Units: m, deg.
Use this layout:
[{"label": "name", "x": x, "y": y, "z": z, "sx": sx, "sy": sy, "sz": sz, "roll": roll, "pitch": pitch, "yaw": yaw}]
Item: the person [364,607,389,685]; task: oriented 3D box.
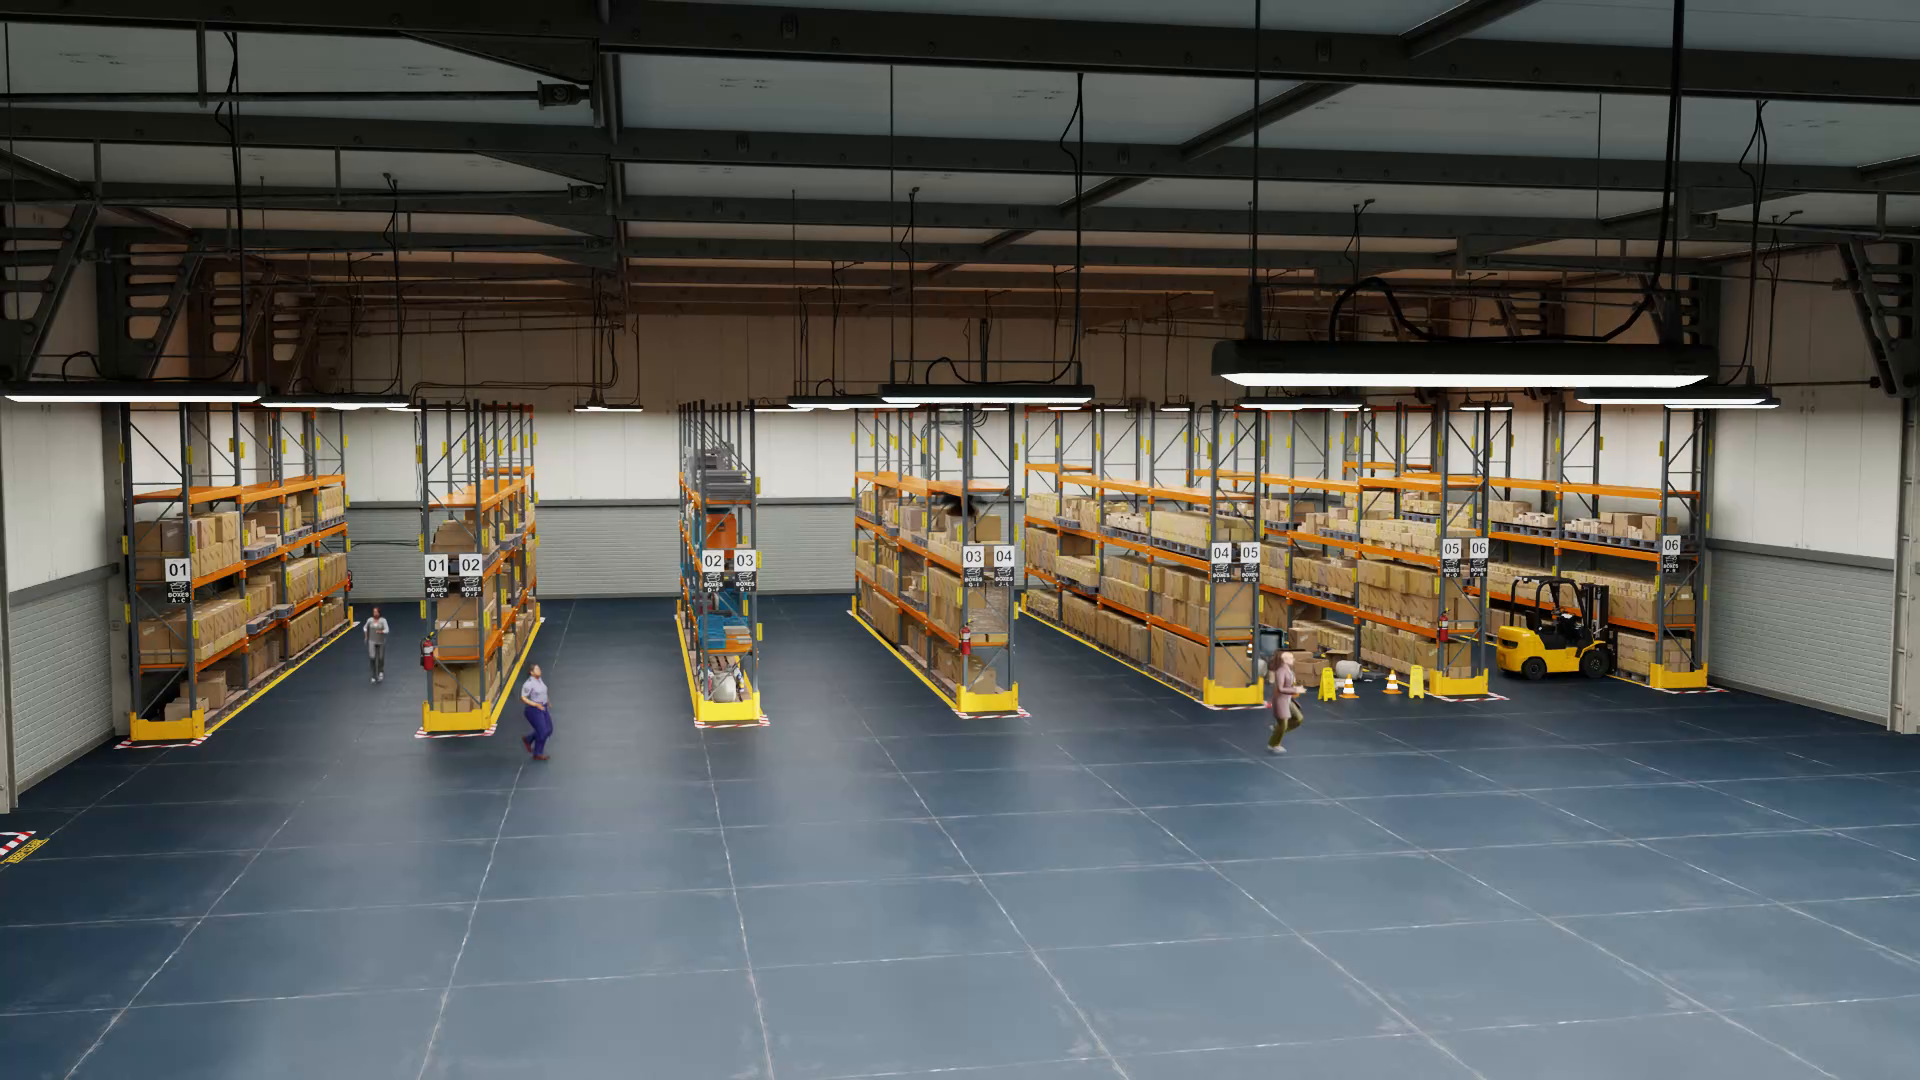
[{"label": "person", "x": -12.446, "y": 2.243, "z": 35.478, "sx": 0.510, "sy": 1.638, "sz": 0.733, "roll": -1, "pitch": 5, "yaw": -18}]

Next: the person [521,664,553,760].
[{"label": "person", "x": -7.066, "y": 2.843, "z": 27.600, "sx": 0.579, "sy": 1.593, "sz": 0.605, "roll": 1, "pitch": 4, "yaw": 14}]

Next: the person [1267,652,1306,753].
[{"label": "person", "x": 5.516, "y": 2.738, "z": 28.059, "sx": 0.723, "sy": 1.728, "sz": 0.761, "roll": 3, "pitch": 5, "yaw": 32}]
